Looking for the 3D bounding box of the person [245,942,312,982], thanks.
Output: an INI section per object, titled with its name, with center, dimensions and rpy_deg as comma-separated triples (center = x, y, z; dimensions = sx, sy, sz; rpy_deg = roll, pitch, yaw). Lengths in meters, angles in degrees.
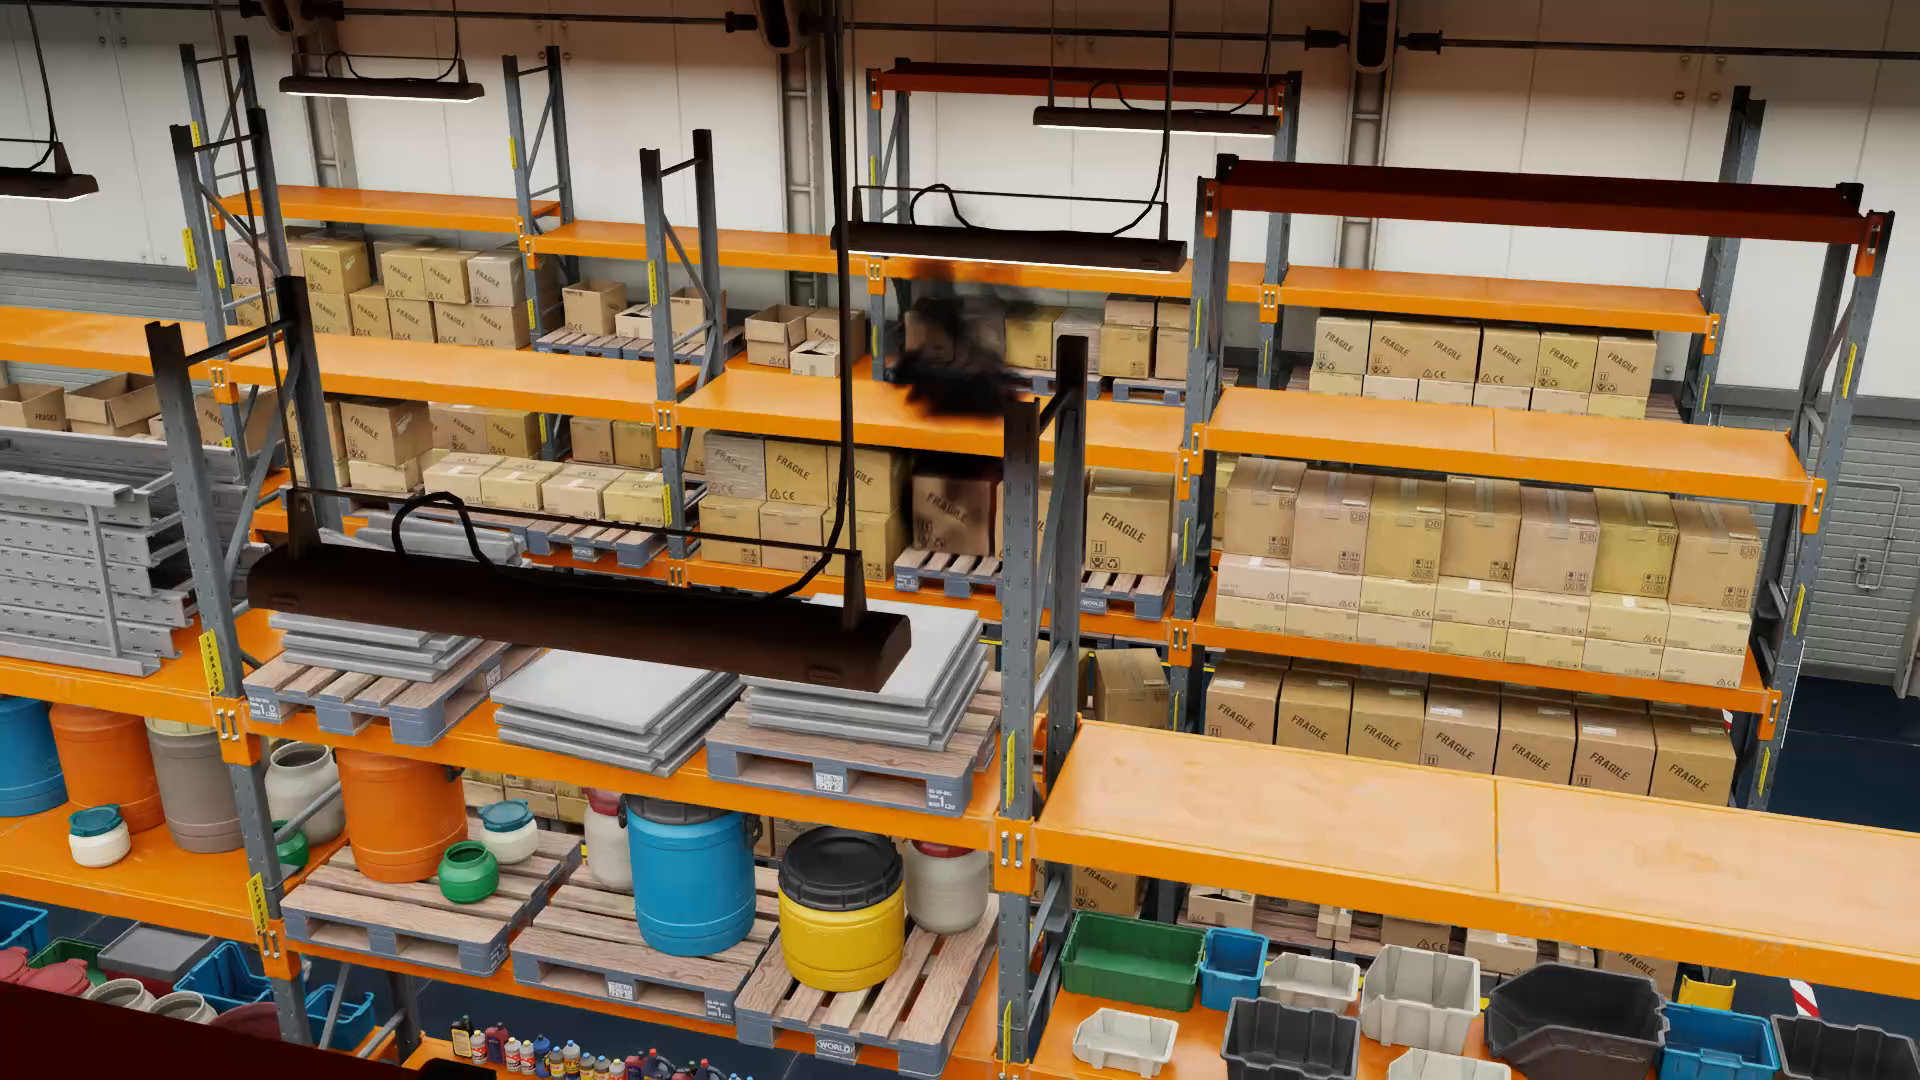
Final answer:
[person]
center = -5.091, 2.638, 12.286
dimensions = 0.549, 1.654, 0.652
rpy_deg = 5, 23, 13
